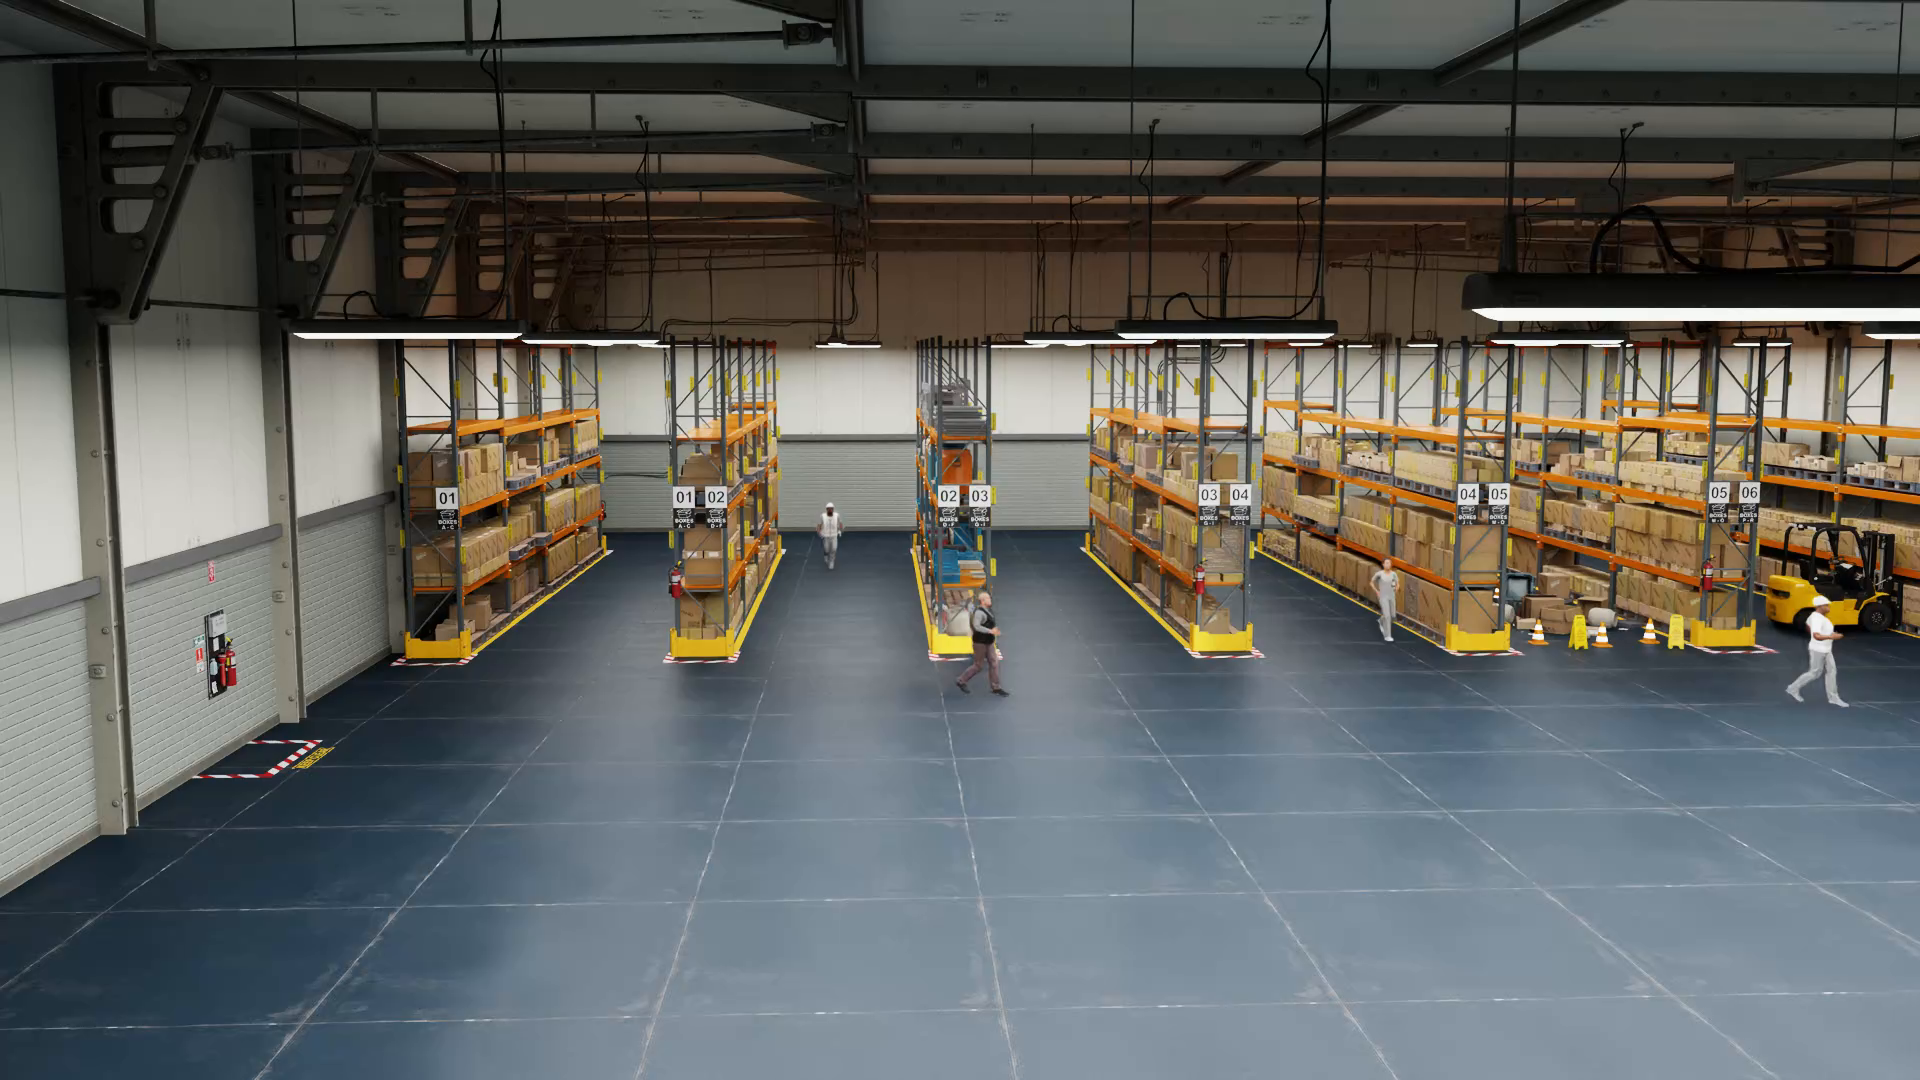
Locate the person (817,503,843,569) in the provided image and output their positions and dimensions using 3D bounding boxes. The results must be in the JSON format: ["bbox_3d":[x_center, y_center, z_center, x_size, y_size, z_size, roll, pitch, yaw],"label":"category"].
[{"bbox_3d":[-3.432,-0.121,43.925,0.675,1.735,0.705,-1,7,-10],"label":"person"}]

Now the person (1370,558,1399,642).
[{"bbox_3d":[8.444,1.163,33.027,0.575,1.633,0.802,-1,7,-9],"label":"person"}]

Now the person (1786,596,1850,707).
[{"bbox_3d":[13.846,1.779,26.751,0.917,1.765,0.701,5,8,37],"label":"person"}]

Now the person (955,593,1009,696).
[{"bbox_3d":[0.368,1.731,27.574,0.907,1.728,0.657,3,7,22],"label":"person"}]
